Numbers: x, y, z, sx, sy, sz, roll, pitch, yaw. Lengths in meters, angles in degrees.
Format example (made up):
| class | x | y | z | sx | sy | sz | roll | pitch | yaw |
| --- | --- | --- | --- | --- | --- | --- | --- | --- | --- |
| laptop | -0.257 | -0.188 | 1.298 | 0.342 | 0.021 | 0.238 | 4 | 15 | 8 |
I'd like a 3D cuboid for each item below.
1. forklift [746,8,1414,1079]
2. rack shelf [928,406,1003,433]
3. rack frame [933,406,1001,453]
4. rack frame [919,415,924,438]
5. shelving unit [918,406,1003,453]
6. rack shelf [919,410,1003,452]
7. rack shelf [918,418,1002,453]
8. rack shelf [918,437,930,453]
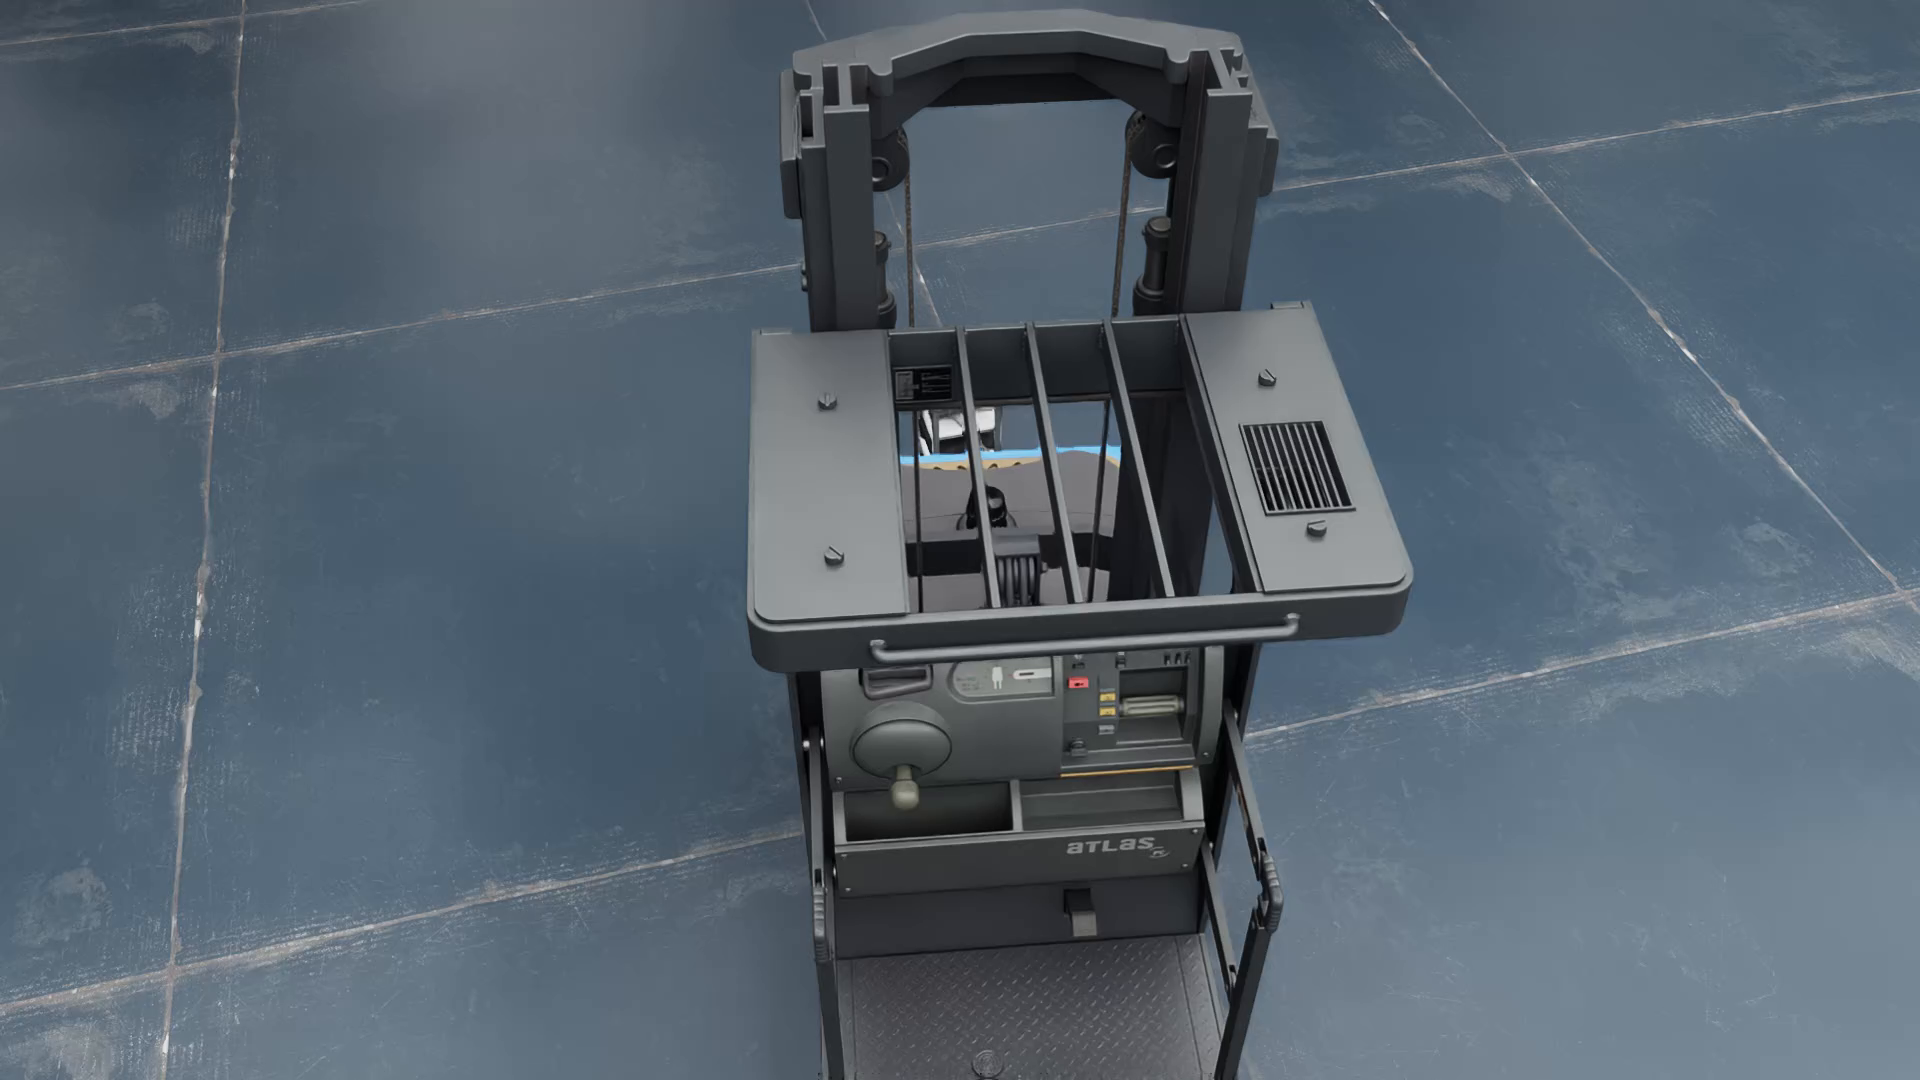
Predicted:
| class | x | y | z | sx | sy | sz | roll | pitch | yaw |
| --- | --- | --- | --- | --- | --- | --- | --- | --- | --- |
| forklift | 0.166 | 0.503 | 3.705 | 1.130 | 2.935 | 3.031 | -3 | 46 | -3 |
| rack shelf | -0.002 | -0.486 | 5.765 | 0.258 | 0.077 | 0.200 | -11 | 47 | -10 |
| rack frame | 0.024 | -0.250 | 5.865 | 0.240 | 0.900 | 0.006 | -11 | 47 | -10 |
| rack frame | -0.028 | -0.391 | 6.003 | 0.240 | 0.900 | 0.006 | -11 | 47 | -10 |
| shelving unit | -0.002 | -0.321 | 5.934 | 0.258 | 0.900 | 0.210 | -11 | 47 | -10 |
| rack shelf | -0.002 | -0.423 | 5.829 | 0.258 | 0.077 | 0.200 | -11 | 47 | -10 |
| rack shelf | -0.002 | -0.360 | 5.894 | 0.258 | 0.077 | 0.200 | -11 | 47 | -10 |
| rack shelf | -0.002 | -0.297 | 5.958 | 0.258 | 0.077 | 0.200 | -11 | 47 | -10 |
